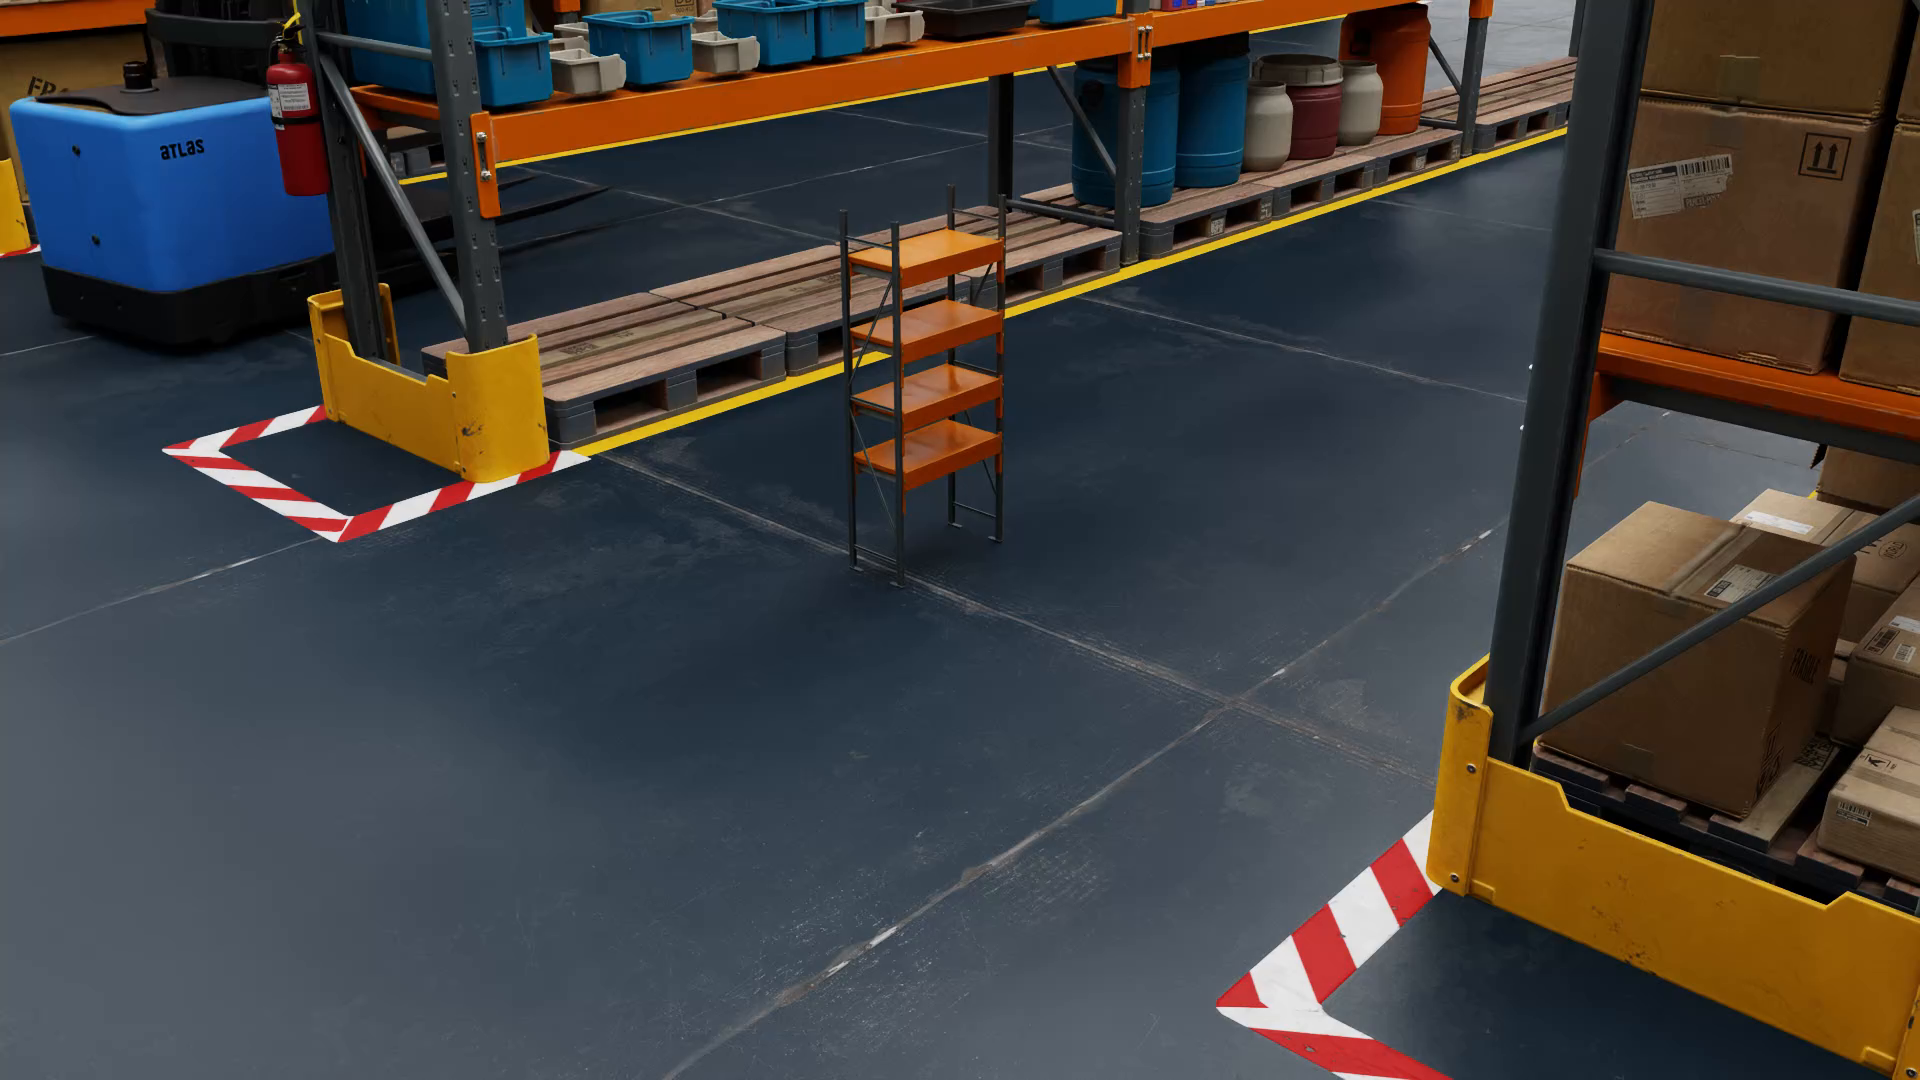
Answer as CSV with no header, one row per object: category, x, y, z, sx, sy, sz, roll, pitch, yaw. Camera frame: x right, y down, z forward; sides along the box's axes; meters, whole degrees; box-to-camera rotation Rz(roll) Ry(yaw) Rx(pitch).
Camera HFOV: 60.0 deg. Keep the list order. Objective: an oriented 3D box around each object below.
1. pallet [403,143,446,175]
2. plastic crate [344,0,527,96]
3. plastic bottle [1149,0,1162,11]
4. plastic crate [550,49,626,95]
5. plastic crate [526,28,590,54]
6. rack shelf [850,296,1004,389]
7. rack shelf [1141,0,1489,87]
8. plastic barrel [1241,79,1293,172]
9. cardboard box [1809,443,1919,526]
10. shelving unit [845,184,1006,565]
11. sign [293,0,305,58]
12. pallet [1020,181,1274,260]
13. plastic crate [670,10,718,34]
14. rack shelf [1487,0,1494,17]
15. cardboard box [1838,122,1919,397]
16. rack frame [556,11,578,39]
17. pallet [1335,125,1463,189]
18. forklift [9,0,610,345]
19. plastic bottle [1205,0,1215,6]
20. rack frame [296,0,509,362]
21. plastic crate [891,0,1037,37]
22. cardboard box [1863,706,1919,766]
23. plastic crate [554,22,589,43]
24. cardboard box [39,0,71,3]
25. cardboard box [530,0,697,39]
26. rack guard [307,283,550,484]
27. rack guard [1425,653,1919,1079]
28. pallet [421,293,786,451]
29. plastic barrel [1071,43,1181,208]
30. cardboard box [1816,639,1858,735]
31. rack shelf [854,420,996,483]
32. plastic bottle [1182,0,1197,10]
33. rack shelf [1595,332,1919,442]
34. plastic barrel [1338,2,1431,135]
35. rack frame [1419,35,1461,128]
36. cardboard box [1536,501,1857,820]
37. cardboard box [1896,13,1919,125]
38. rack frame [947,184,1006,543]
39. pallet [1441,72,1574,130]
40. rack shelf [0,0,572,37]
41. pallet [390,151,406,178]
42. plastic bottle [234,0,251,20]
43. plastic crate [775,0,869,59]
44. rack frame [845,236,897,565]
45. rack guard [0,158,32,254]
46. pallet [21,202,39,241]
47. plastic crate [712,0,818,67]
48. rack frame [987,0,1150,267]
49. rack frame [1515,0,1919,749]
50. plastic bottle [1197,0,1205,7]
pallet,-3.686,-2.880,11.915,1.003,0.211,1.213,20,31,38
plastic crate,-2.017,-1.988,6.401,0.616,0.435,0.499,20,31,38
plastic bottle,1.072,-3.019,8.877,0.144,0.351,0.185,20,31,38
plastic crate,-1.415,-1.759,6.256,0.250,0.136,0.298,20,31,38
plastic crate,-1.692,-1.996,6.785,0.396,0.136,0.243,20,31,38
rack shelf,-0.110,-0.640,5.328,0.258,0.148,0.480,20,31,38
rack shelf,1.903,-3.291,10.304,1.077,0.370,4.000,20,31,38
plastic barrel,1.860,-2.591,10.390,0.421,0.512,0.421,0,24,0
cardboard box,3.005,-0.144,4.919,0.797,0.503,0.637,20,31,38
shelving unit,-0.109,-0.498,5.394,0.258,1.200,0.499,20,31,38
sign,-2.521,-2.011,6.370,0.100,0.325,0.005,20,31,38
pallet,1.115,-1.962,9.867,1.003,0.211,1.213,20,31,38
plastic crate,-1.136,-2.268,7.390,0.298,0.136,0.250,20,31,38
rack shelf,4.573,-4.510,13.022,1.077,0.370,4.000,20,31,38
cardboard box,2.078,-0.547,3.181,0.500,0.500,0.500,21,32,39
rack frame,-3.120,-4.363,11.814,1.000,3.000,0.127,20,31,38
pallet,2.743,-2.705,11.525,1.003,0.211,1.213,20,31,38
forklift,-3.174,-2.782,8.372,1.130,2.935,3.031,15,28,30
plastic bottle,1.348,-3.057,9.059,0.097,0.271,0.097,0,24,0
rack frame,-2.101,-1.792,6.079,1.000,3.000,0.127,20,31,38
plastic crate,0.022,-2.498,7.917,0.437,0.125,0.590,20,31,38
cardboard box,2.288,0.544,3.795,0.380,0.166,0.250,20,31,38
plastic crate,-1.487,-2.081,6.973,0.396,0.136,0.243,20,31,38
cardboard box,-5.137,-3.126,9.362,0.380,0.149,0.250,20,31,37
cardboard box,-2.708,-3.785,12.610,1.225,0.875,0.875,20,31,38
rack guard,-2.107,-0.640,6.566,1.175,0.500,0.348,20,31,38
rack guard,1.636,0.680,3.623,1.175,0.500,0.348,20,31,38
pallet,-1.522,-0.760,7.187,1.003,0.211,1.213,20,31,38
plastic barrel,0.944,-2.405,9.500,0.600,0.901,0.708,20,31,38
cardboard box,2.102,0.323,4.290,0.380,0.166,0.250,20,31,38
rack shelf,-0.110,-0.290,5.485,0.221,0.050,0.457,20,31,38
plastic bottle,1.220,-2.993,8.901,0.061,0.283,0.133,20,31,38
rack shelf,2.920,-0.841,4.512,0.919,0.052,3.809,20,31,38
plastic barrel,2.924,-3.277,11.531,0.600,0.830,0.708,20,31,38
rack frame,3.236,-4.230,11.517,0.949,2.616,0.053,20,31,38
cardboard box,1.765,0.269,4.001,0.500,0.500,0.500,20,31,38
cardboard box,2.078,-1.003,2.976,0.500,0.500,0.500,21,32,39
rack frame,0.052,-0.571,5.558,0.240,1.200,0.015,20,31,38
pallet,4.599,-3.552,13.414,1.003,0.211,1.213,20,31,38
rack shelf,-4.455,-3.425,10.602,1.077,0.370,4.000,20,31,38
pallet,-4.500,-2.506,11.082,1.003,0.211,1.213,20,31,38
plastic bottle,-3.431,-2.197,8.195,0.171,1.395,0.111,20,31,38
plastic crate,-0.612,-2.220,7.167,0.416,0.233,0.300,20,31,38
rack frame,-0.274,-0.423,5.227,0.228,1.046,0.006,20,31,38
rack guard,-5.805,-1.996,9.591,1.175,0.500,0.348,20,31,38
pallet,-5.314,-2.136,10.257,1.003,0.211,1.213,20,31,38
plastic crate,-0.812,-2.129,6.963,0.416,0.233,0.300,20,31,38
rack frame,0.569,-3.010,8.797,1.000,3.000,0.127,20,31,38
rack frame,1.588,-0.437,3.058,0.949,2.616,0.053,20,31,38
plastic bottle,1.284,-2.996,9.008,0.097,0.201,0.097,0,24,0
